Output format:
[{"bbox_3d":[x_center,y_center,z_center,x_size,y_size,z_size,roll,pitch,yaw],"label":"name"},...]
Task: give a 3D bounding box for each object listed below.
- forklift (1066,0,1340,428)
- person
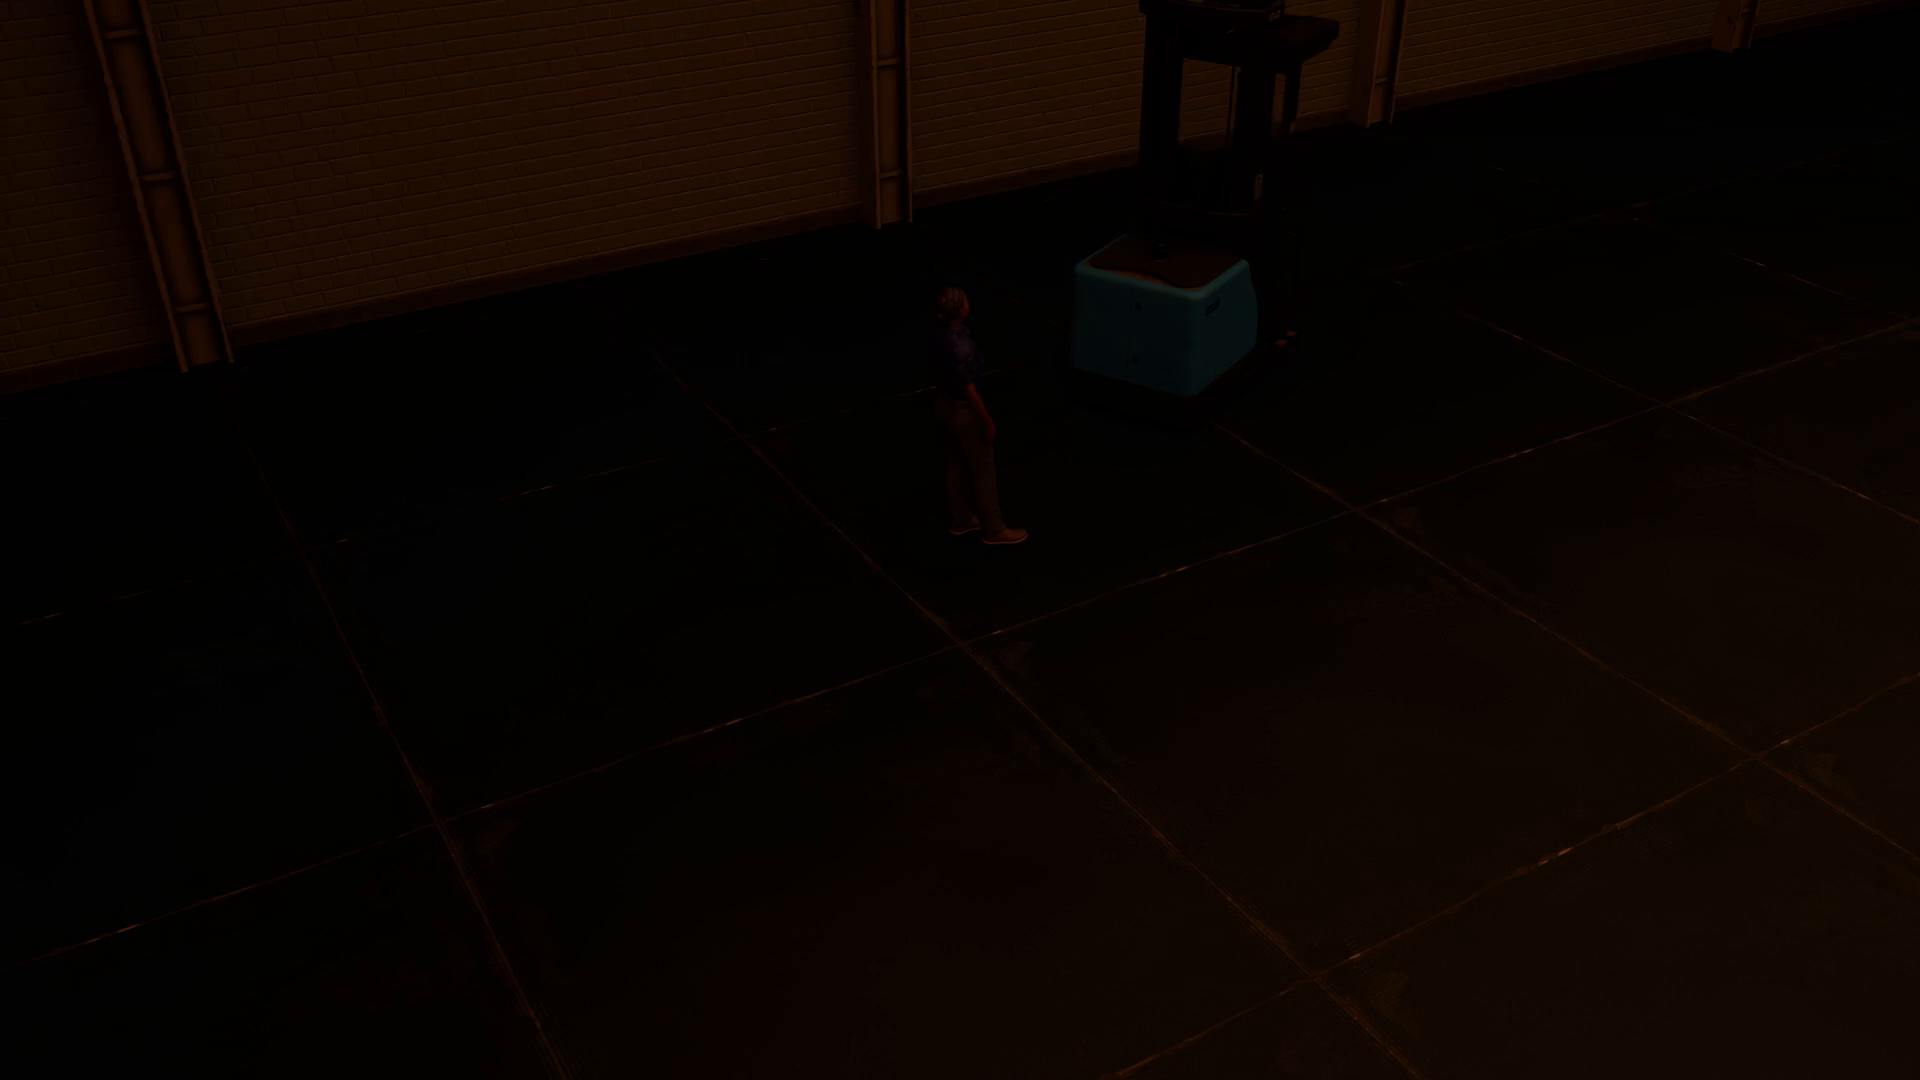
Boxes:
[{"bbox_3d":[2.003,-2.755,12.248,1.130,2.935,3.031,19,36,28],"label":"forklift"},{"bbox_3d":[0.085,-0.765,10.075,0.503,1.655,0.570,-17,35,-26],"label":"person"}]
